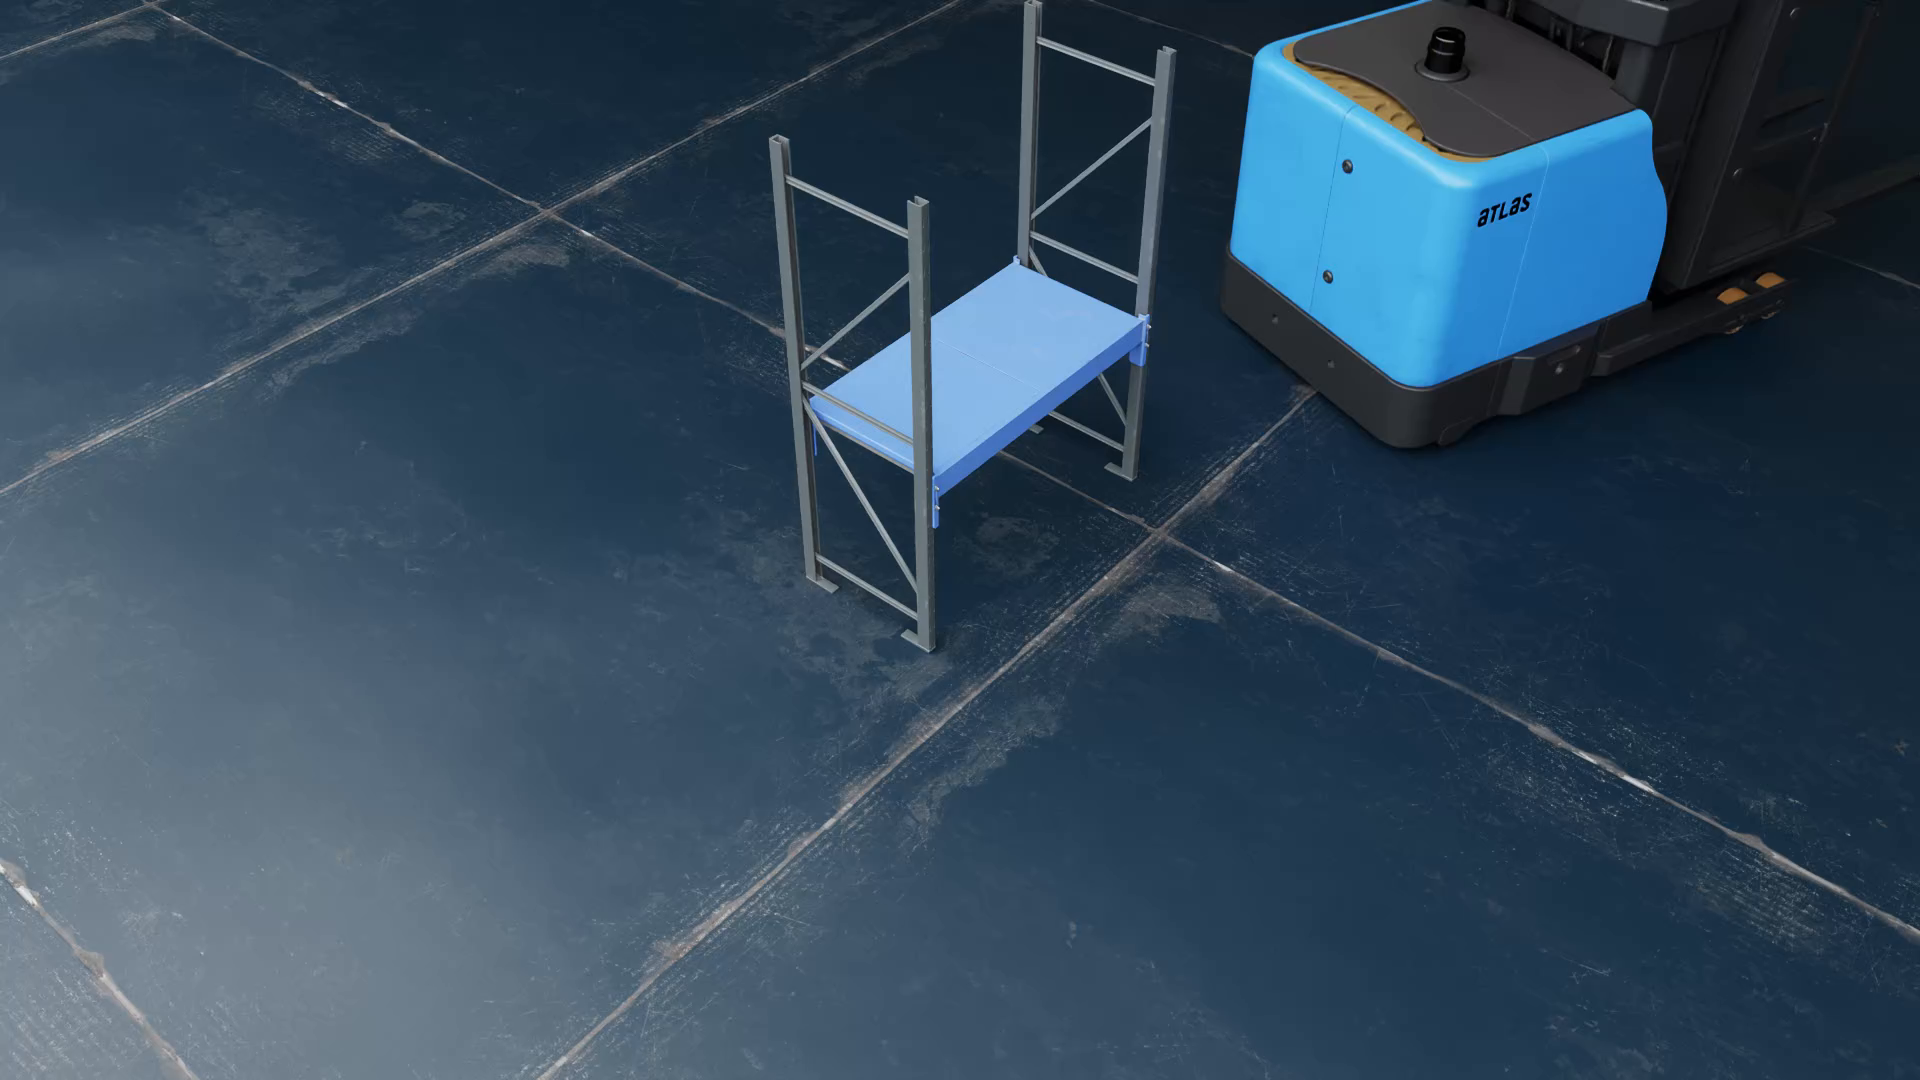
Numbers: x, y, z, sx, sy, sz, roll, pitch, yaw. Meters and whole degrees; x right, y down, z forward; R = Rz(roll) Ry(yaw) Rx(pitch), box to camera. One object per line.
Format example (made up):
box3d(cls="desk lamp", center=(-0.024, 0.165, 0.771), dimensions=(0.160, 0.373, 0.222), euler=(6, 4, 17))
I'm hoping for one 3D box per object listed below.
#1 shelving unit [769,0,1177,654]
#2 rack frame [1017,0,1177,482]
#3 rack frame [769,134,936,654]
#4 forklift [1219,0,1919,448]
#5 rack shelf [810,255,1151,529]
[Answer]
box3d(cls="shelving unit", center=(0.055, -0.599, 4.794), dimensions=(0.538, 1.500, 1.048), euler=(29, 50, 28))
box3d(cls="rack frame", center=(0.382, -0.861, 5.082), dimensions=(0.500, 1.500, 0.032), euler=(29, 50, 28))
box3d(cls="rack frame", center=(-0.272, -0.337, 4.506), dimensions=(0.500, 1.500, 0.032), euler=(29, 50, 28))
box3d(cls="forklift", center=(2.481, -2.123, 5.407), dimensions=(3.031, 2.935, 1.130), euler=(-21, 46, -22))
box3d(cls="rack shelf", center=(0.055, -0.466, 4.915), dimensions=(0.538, 0.185, 1.000), euler=(29, 50, 28))
